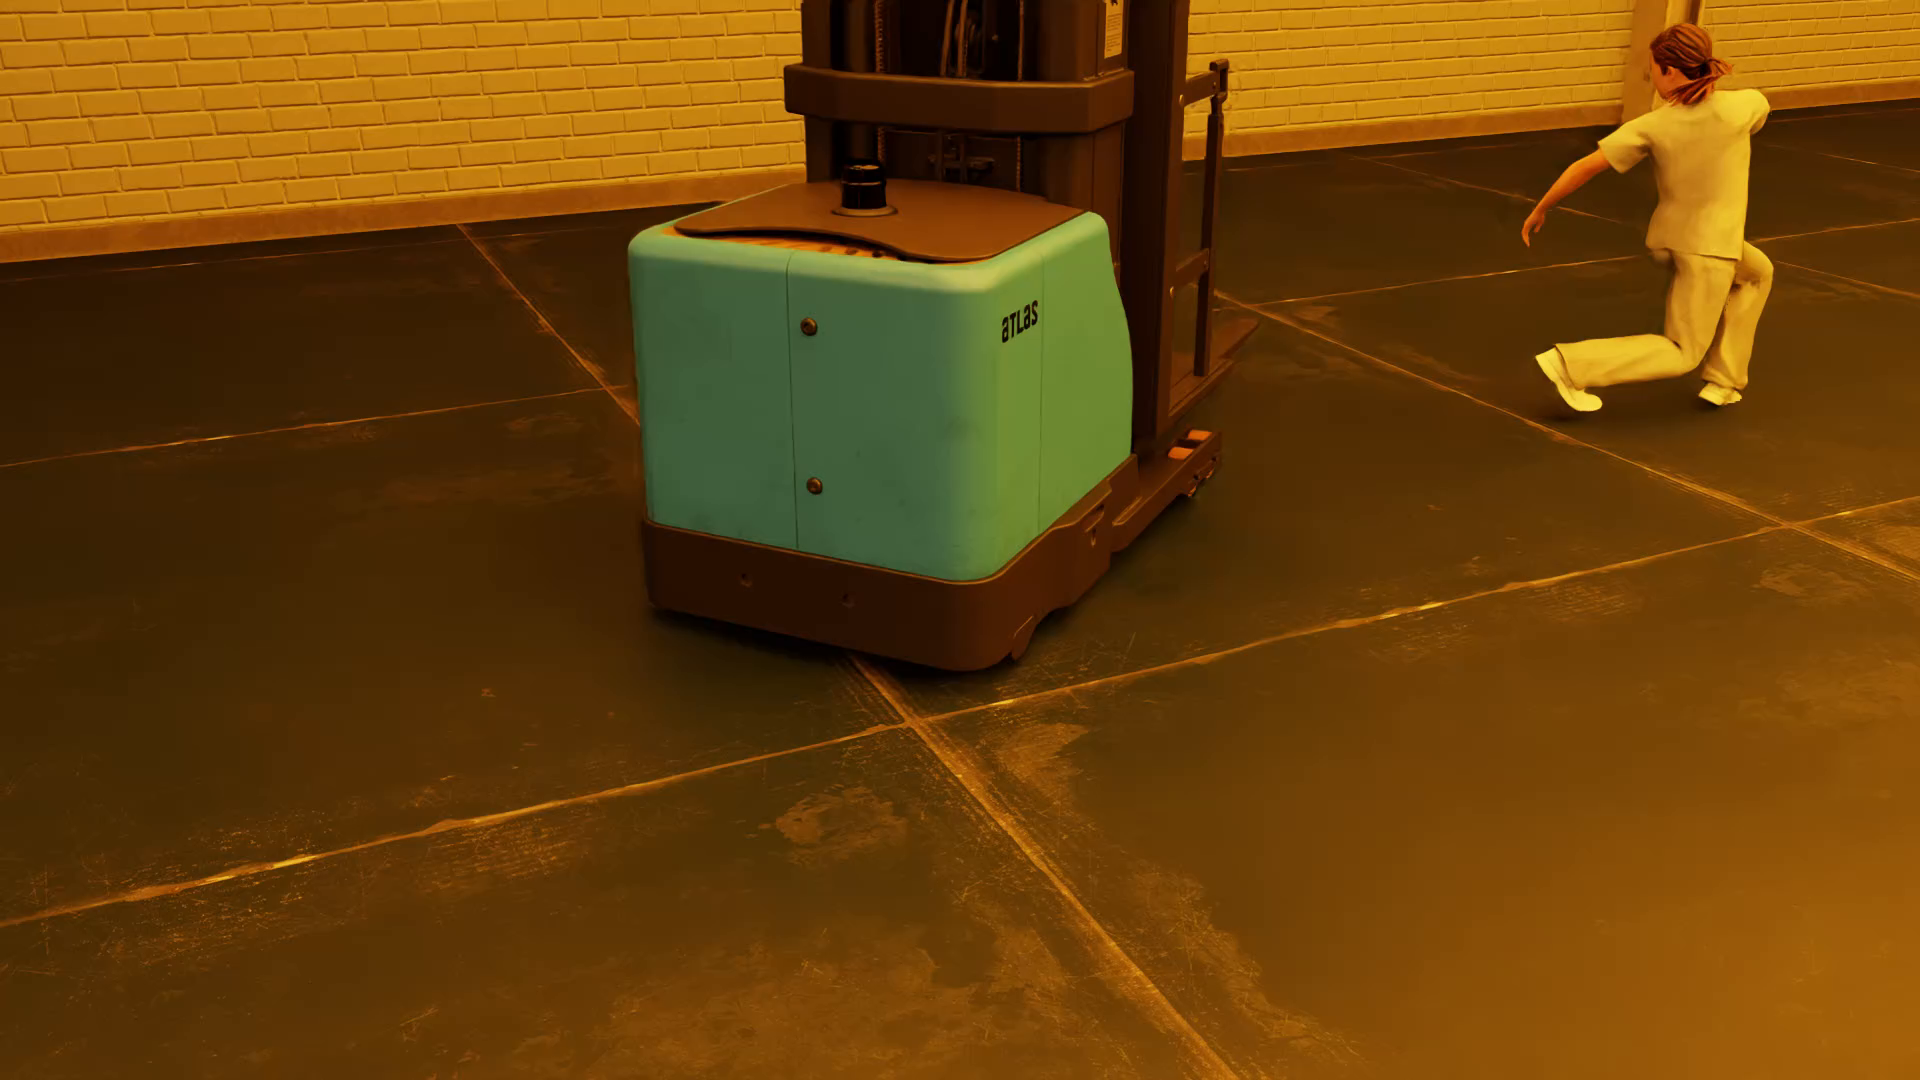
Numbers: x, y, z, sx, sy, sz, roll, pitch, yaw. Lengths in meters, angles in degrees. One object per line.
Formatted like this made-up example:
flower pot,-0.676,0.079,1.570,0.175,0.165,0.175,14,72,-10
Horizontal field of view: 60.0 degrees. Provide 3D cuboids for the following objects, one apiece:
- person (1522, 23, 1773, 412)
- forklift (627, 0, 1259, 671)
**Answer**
person,2.555,-1.153,6.123,0.947,1.436,0.684,-12,25,-26
forklift,0.236,-1.557,5.034,1.130,2.935,3.031,10,25,23
